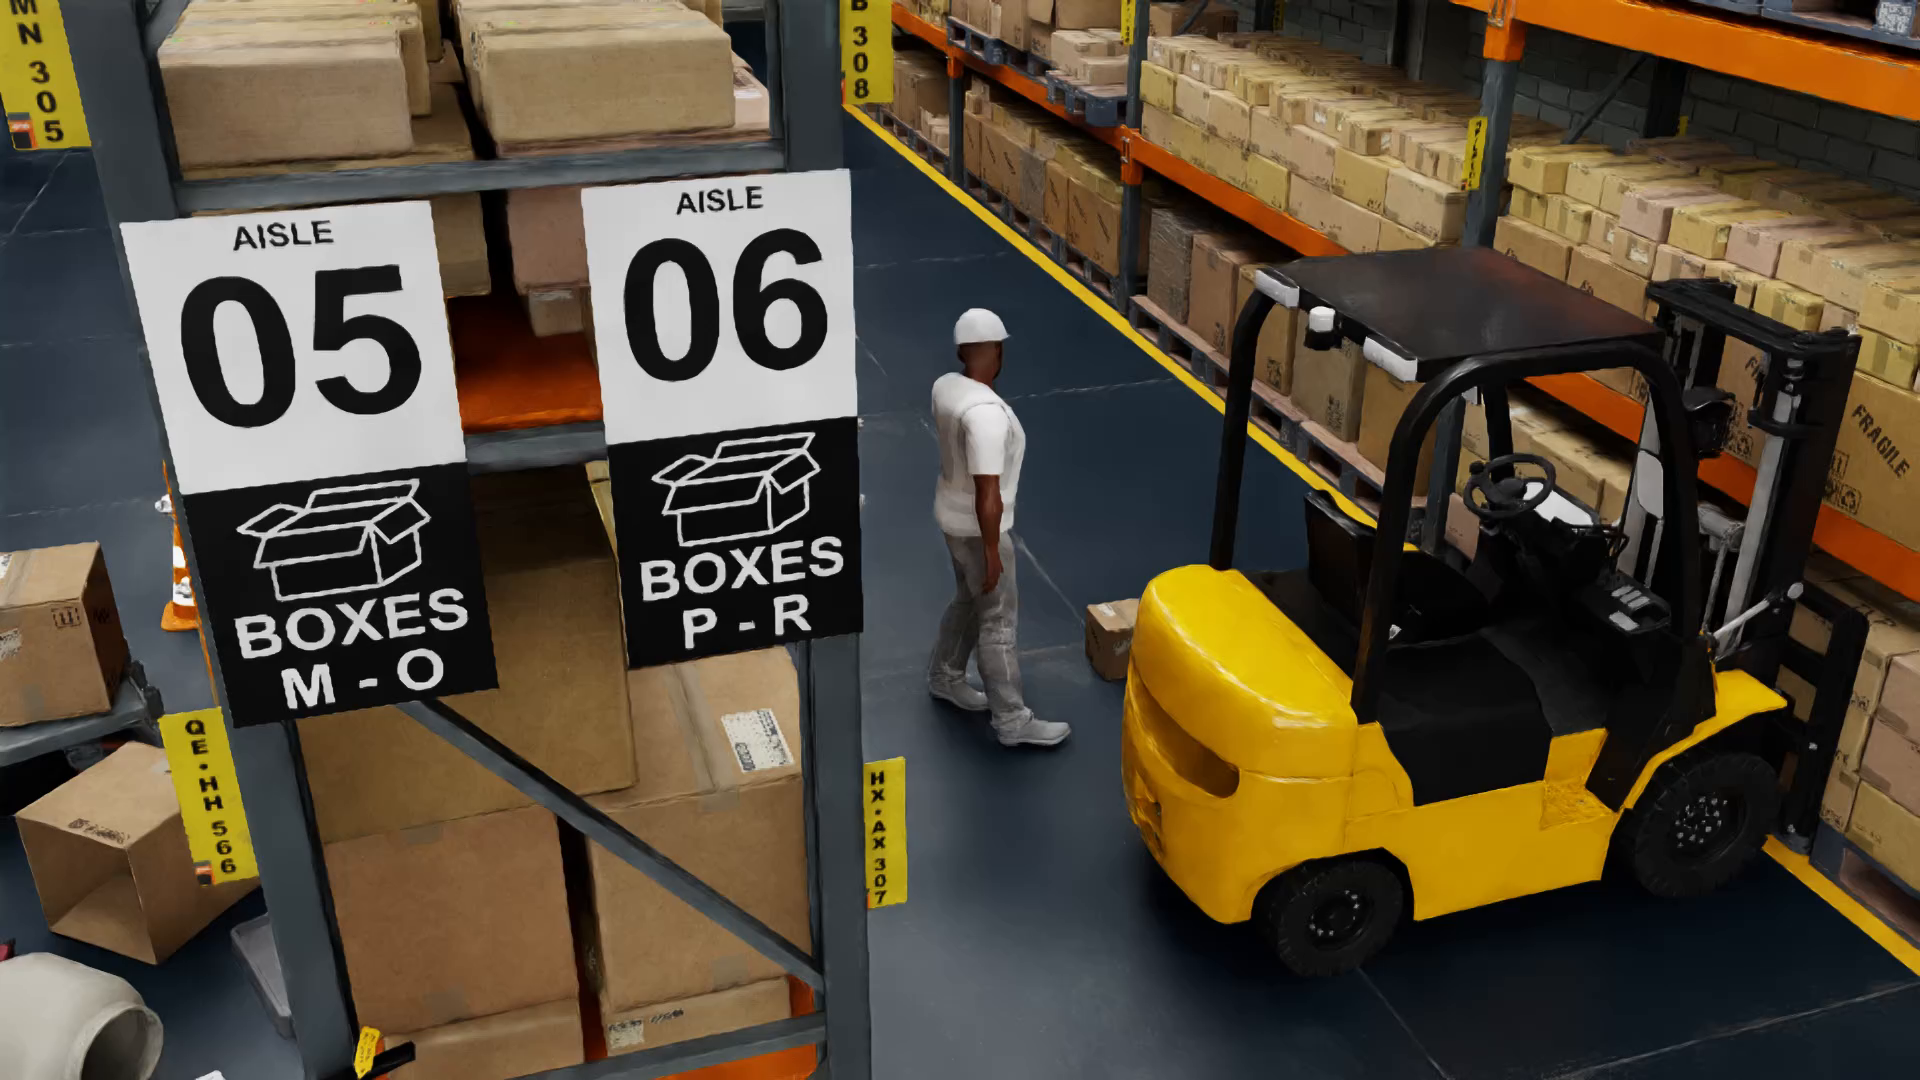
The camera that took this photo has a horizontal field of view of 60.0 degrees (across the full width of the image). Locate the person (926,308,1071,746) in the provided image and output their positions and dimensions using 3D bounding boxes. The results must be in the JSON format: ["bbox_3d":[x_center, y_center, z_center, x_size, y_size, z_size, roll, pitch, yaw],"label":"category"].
[{"bbox_3d":[0.149,-0.053,6.729,0.555,1.761,0.683,-3,26,-6],"label":"person"}]
